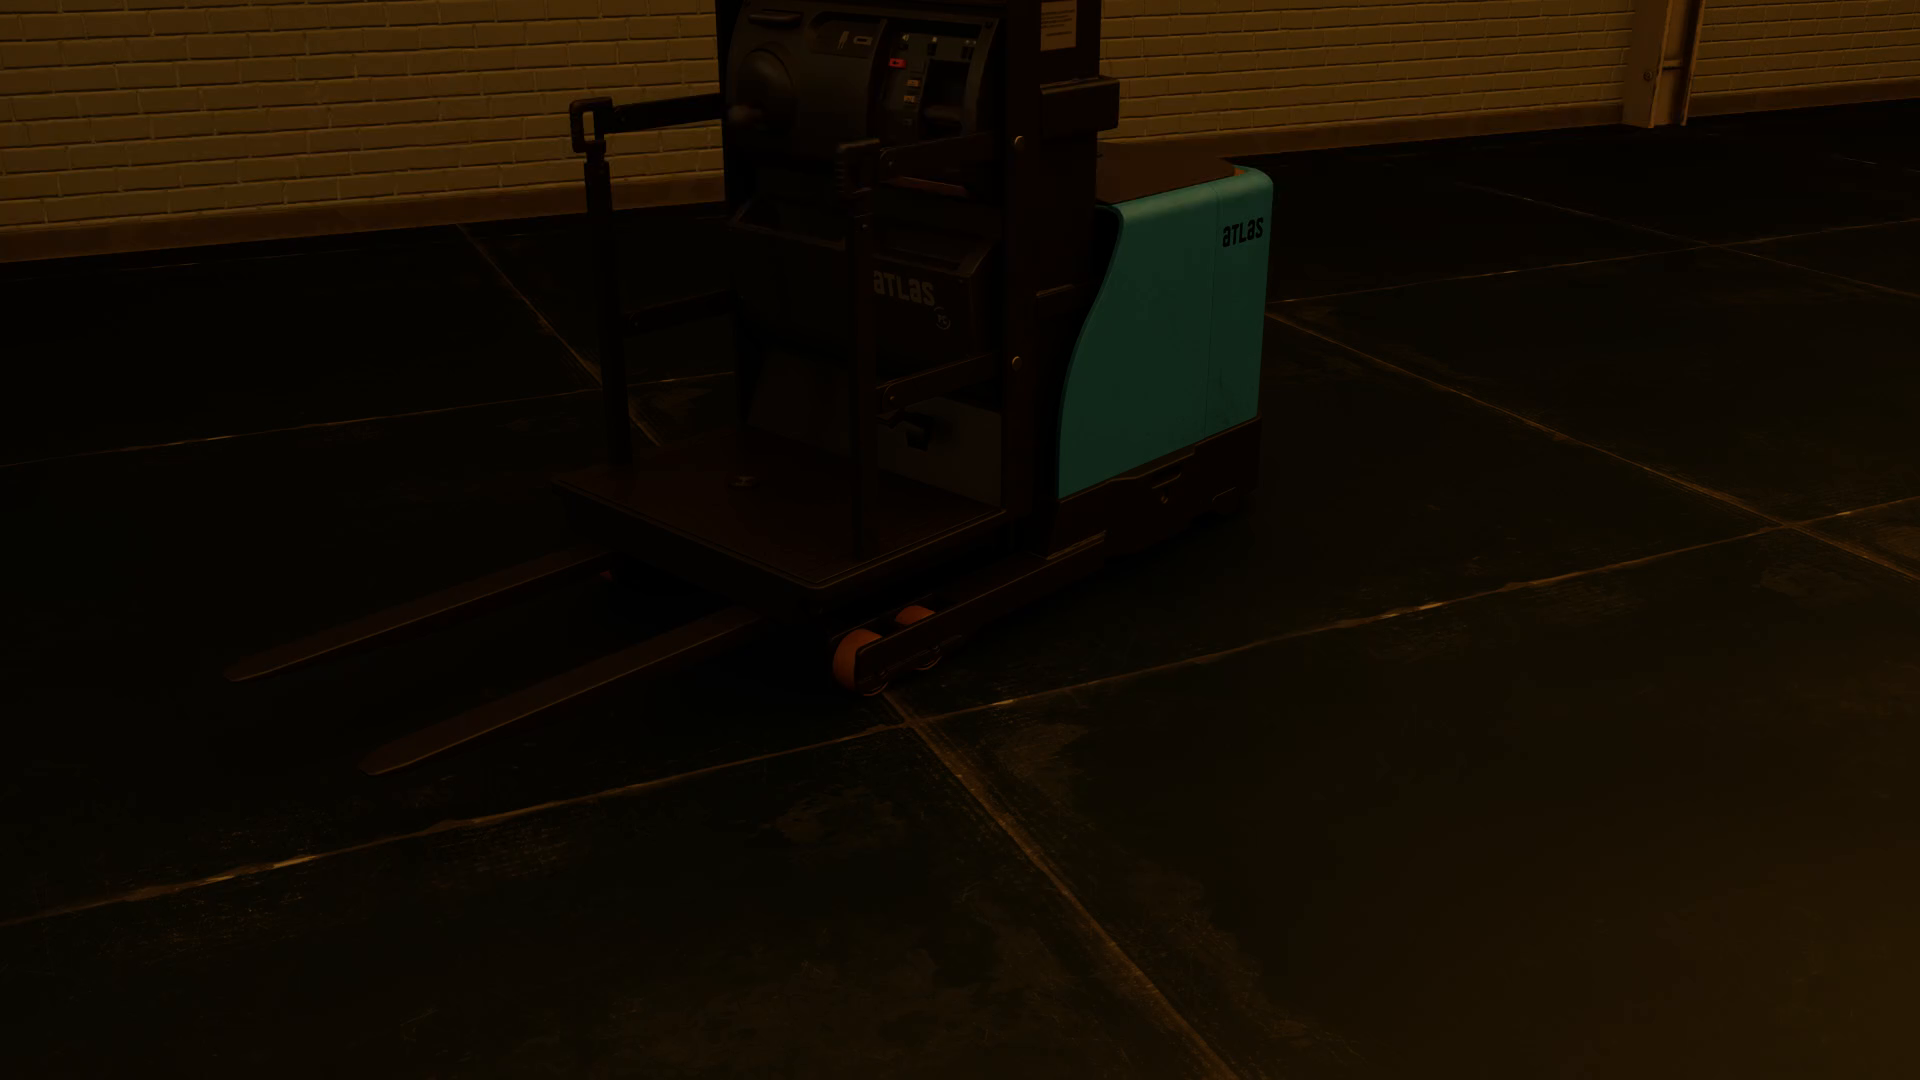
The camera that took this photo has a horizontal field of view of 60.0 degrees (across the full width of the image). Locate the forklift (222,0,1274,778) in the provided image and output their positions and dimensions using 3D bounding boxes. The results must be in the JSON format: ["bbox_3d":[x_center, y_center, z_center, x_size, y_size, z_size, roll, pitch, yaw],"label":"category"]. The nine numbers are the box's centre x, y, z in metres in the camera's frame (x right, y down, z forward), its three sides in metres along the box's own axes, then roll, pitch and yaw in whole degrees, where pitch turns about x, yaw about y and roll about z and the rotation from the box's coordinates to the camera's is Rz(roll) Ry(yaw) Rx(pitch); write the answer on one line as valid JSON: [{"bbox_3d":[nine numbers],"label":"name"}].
[{"bbox_3d":[-0.413,-1.182,4.131,1.130,2.935,3.031,19,29,39],"label":"forklift"}]
